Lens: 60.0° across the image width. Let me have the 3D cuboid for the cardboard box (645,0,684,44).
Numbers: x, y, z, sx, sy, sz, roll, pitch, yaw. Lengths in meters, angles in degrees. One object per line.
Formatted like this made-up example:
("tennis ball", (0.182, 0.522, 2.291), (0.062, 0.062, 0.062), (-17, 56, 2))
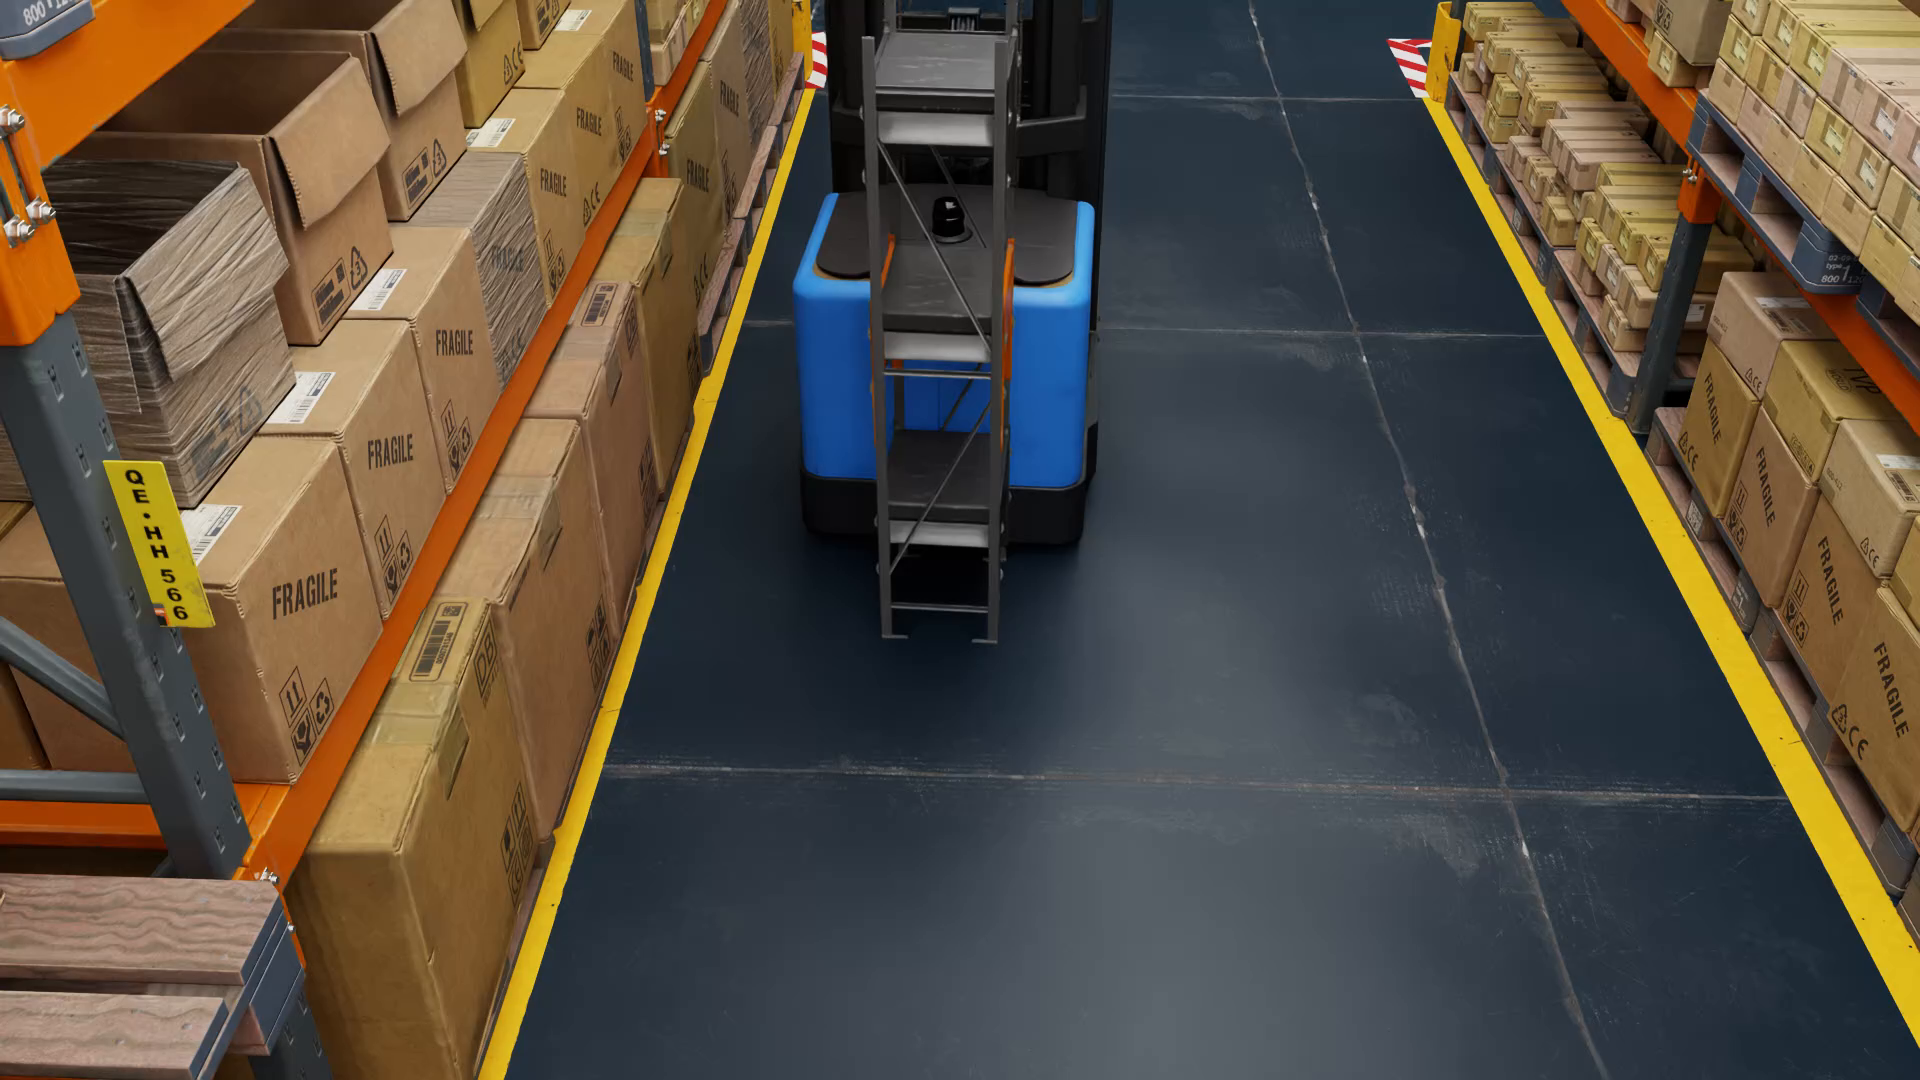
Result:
("cardboard box", (-1.396, -2.177, 6.611), (0.500, 0.250, 0.500), (1, 35, 1))

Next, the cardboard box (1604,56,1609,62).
("cardboard box", (3.717, -2.622, 8.969), (0.380, 0.149, 0.250), (1, 35, 1))

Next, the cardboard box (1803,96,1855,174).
("cardboard box", (2.772, -1.209, 4.956), (0.380, 0.149, 0.250), (0, 35, 0))

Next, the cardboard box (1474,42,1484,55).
("cardboard box", (3.159, -2.810, 9.496), (0.380, 0.149, 0.250), (3, 35, 4))

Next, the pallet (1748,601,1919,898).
("pallet", (3.199, 0.611, 5.197), (1.003, 0.211, 1.213), (1, 35, 2))

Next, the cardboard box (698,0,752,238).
("cardboard box", (-1.534, -2.050, 8.041), (0.875, 0.875, 0.875), (1, 35, 2))

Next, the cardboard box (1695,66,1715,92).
("cardboard box", (3.053, -1.747, 6.345), (0.380, 0.149, 0.250), (1, 35, 1))

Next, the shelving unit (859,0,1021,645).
("shelving unit", (-0.049, -0.650, 5.348), (0.431, 2.100, 0.503), (3, 35, 4))

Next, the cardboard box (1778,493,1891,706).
("cardboard box", (2.954, 0.194, 5.173), (0.500, 0.500, 0.500), (2, 35, 3))

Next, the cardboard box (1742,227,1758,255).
("cardboard box", (3.567, -1.279, 7.058), (0.380, 0.149, 0.250), (3, 35, 4))

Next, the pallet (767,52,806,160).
("pallet", (-1.470, -2.549, 9.693), (1.003, 0.211, 1.213), (1, 35, 2))

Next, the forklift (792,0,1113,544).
("forklift", (0.054, -2.012, 6.564), (1.130, 2.935, 3.031), (3, 35, 4))

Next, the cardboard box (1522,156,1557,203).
("cardboard box", (3.047, -1.801, 8.318), (0.380, 0.149, 0.250), (1, 35, 2))

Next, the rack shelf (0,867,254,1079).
("rack shelf", (-1.917, 1.889, 1.580), (1.077, 0.370, 4.000), (1, 35, 2))

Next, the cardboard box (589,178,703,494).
("cardboard box", (-1.682, -0.787, 6.244), (1.225, 0.875, 0.875), (1, 35, 2))

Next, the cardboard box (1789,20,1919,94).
("cardboard box", (2.782, -1.469, 5.068), (0.380, 0.149, 0.250), (2, 35, 2))

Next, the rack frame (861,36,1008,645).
("rack frame", (-0.070, -0.510, 5.150), (0.400, 2.100, 0.015), (3, 35, 4))

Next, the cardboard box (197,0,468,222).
("cardboard box", (-1.742, -1.186, 4.369), (0.797, 0.503, 0.637), (2, 35, 3))

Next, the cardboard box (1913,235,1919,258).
("cardboard box", (2.739, -0.757, 4.312), (0.380, 0.149, 0.250), (1, 35, 1))

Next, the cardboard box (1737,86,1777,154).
("cardboard box", (2.795, -1.374, 5.450), (0.380, 0.149, 0.250), (2, 35, 3))

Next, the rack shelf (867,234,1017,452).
("rack shelf", (-0.049, -0.639, 5.356), (0.431, 0.518, 0.480), (3, 35, 4))

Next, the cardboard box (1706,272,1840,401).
("cardboard box", (2.982, -0.718, 5.819), (0.500, 0.250, 0.500), (0, 35, 0))

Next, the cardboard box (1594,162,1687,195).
("cardboard box", (3.092, -1.578, 7.483), (0.380, 0.149, 0.250), (2, 35, 3))

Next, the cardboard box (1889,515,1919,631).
("cardboard box", (2.926, 0.181, 4.540), (0.500, 0.250, 0.500), (2, 35, 3))

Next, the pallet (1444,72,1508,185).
("pallet", (3.365, -2.328, 9.379), (1.003, 0.211, 1.213), (1, 35, 2))

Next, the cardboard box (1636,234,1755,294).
("cardboard box", (3.030, -1.139, 6.859), (0.380, 0.149, 0.250), (2, 35, 3))

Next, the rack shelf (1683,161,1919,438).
("rack shelf", (3.195, -0.237, 4.604), (1.077, 0.370, 4.000), (1, 35, 2))

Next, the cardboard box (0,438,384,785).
("cardboard box", (-1.546, 0.131, 3.367), (0.500, 0.500, 0.500), (2, 35, 3))

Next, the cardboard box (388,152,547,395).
("cardboard box", (-1.488, -0.747, 4.617), (0.500, 0.500, 0.500), (1, 35, 2))

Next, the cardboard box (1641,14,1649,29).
("cardboard box", (3.104, -2.196, 6.985), (0.380, 0.149, 0.250), (0, 35, 1))

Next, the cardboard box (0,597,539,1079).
("cardboard box", (-1.788, 0.747, 4.061), (1.225, 0.875, 0.875), (0, 35, 0))

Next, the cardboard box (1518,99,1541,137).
("cardboard box", (3.135, -2.212, 8.644), (0.380, 0.149, 0.250), (0, 35, 0))

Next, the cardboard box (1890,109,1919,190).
("cardboard box", (2.749, -1.034, 4.449), (0.380, 0.149, 0.250), (3, 35, 4))

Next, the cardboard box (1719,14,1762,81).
("cardboard box", (2.800, -1.655, 5.591), (0.380, 0.149, 0.250), (2, 35, 3))

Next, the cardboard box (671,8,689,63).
("cardboard box", (-1.322, -2.063, 6.796), (0.380, 0.149, 0.250), (0, 35, 0))

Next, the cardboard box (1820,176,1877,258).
("cardboard box", (2.760, -0.940, 4.832), (0.380, 0.149, 0.250), (0, 35, 0))

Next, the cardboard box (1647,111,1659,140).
("cardboard box", (3.585, -2.019, 8.112), (0.380, 0.149, 0.250), (1, 35, 2))

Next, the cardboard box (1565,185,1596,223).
("cardboard box", (3.061, -1.594, 7.765), (0.380, 0.149, 0.250), (2, 35, 3))

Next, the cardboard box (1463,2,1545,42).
("cardboard box", (3.076, -2.934, 9.413), (0.380, 0.149, 0.250), (0, 35, 0))

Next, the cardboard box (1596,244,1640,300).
("cardboard box", (2.969, -1.151, 7.135), (0.380, 0.149, 0.250), (0, 35, 0))

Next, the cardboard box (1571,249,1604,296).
("cardboard box", (2.991, -1.220, 7.491), (0.380, 0.149, 0.250), (0, 35, 0))

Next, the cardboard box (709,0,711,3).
("cardboard box", (-1.293, -2.513, 7.435), (0.380, 0.149, 0.250), (1, 35, 1))

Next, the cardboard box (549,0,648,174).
("cardboard box", (-1.422, -1.619, 5.858), (0.500, 0.500, 0.500), (1, 35, 2))

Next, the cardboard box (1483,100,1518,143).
("cardboard box", (3.044, -2.251, 8.958), (0.380, 0.149, 0.250), (2, 35, 2))

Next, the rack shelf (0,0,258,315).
("rack shelf", (-1.757, -1.637, 3.987), (1.077, 0.370, 4.000), (1, 35, 2))

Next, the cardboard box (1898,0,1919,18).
("cardboard box", (3.547, -2.122, 6.314), (0.500, 0.500, 0.500), (1, 35, 1))

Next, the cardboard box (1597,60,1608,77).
("cardboard box", (3.681, -2.497, 9.050), (0.380, 0.149, 0.250), (0, 35, 0))

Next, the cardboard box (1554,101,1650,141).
("cardboard box", (3.128, -2.031, 8.128), (0.380, 0.149, 0.250), (1, 35, 2))

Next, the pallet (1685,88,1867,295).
("pallet", (3.099, -1.166, 5.467), (1.003, 0.211, 1.213), (1, 35, 2))

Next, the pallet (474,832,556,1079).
("pallet", (-1.730, 1.135, 4.452), (1.003, 0.211, 1.213), (1, 35, 2))

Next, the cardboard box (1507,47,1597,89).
("cardboard box", (3.119, -2.487, 8.776), (0.380, 0.149, 0.250), (0, 35, 0))
